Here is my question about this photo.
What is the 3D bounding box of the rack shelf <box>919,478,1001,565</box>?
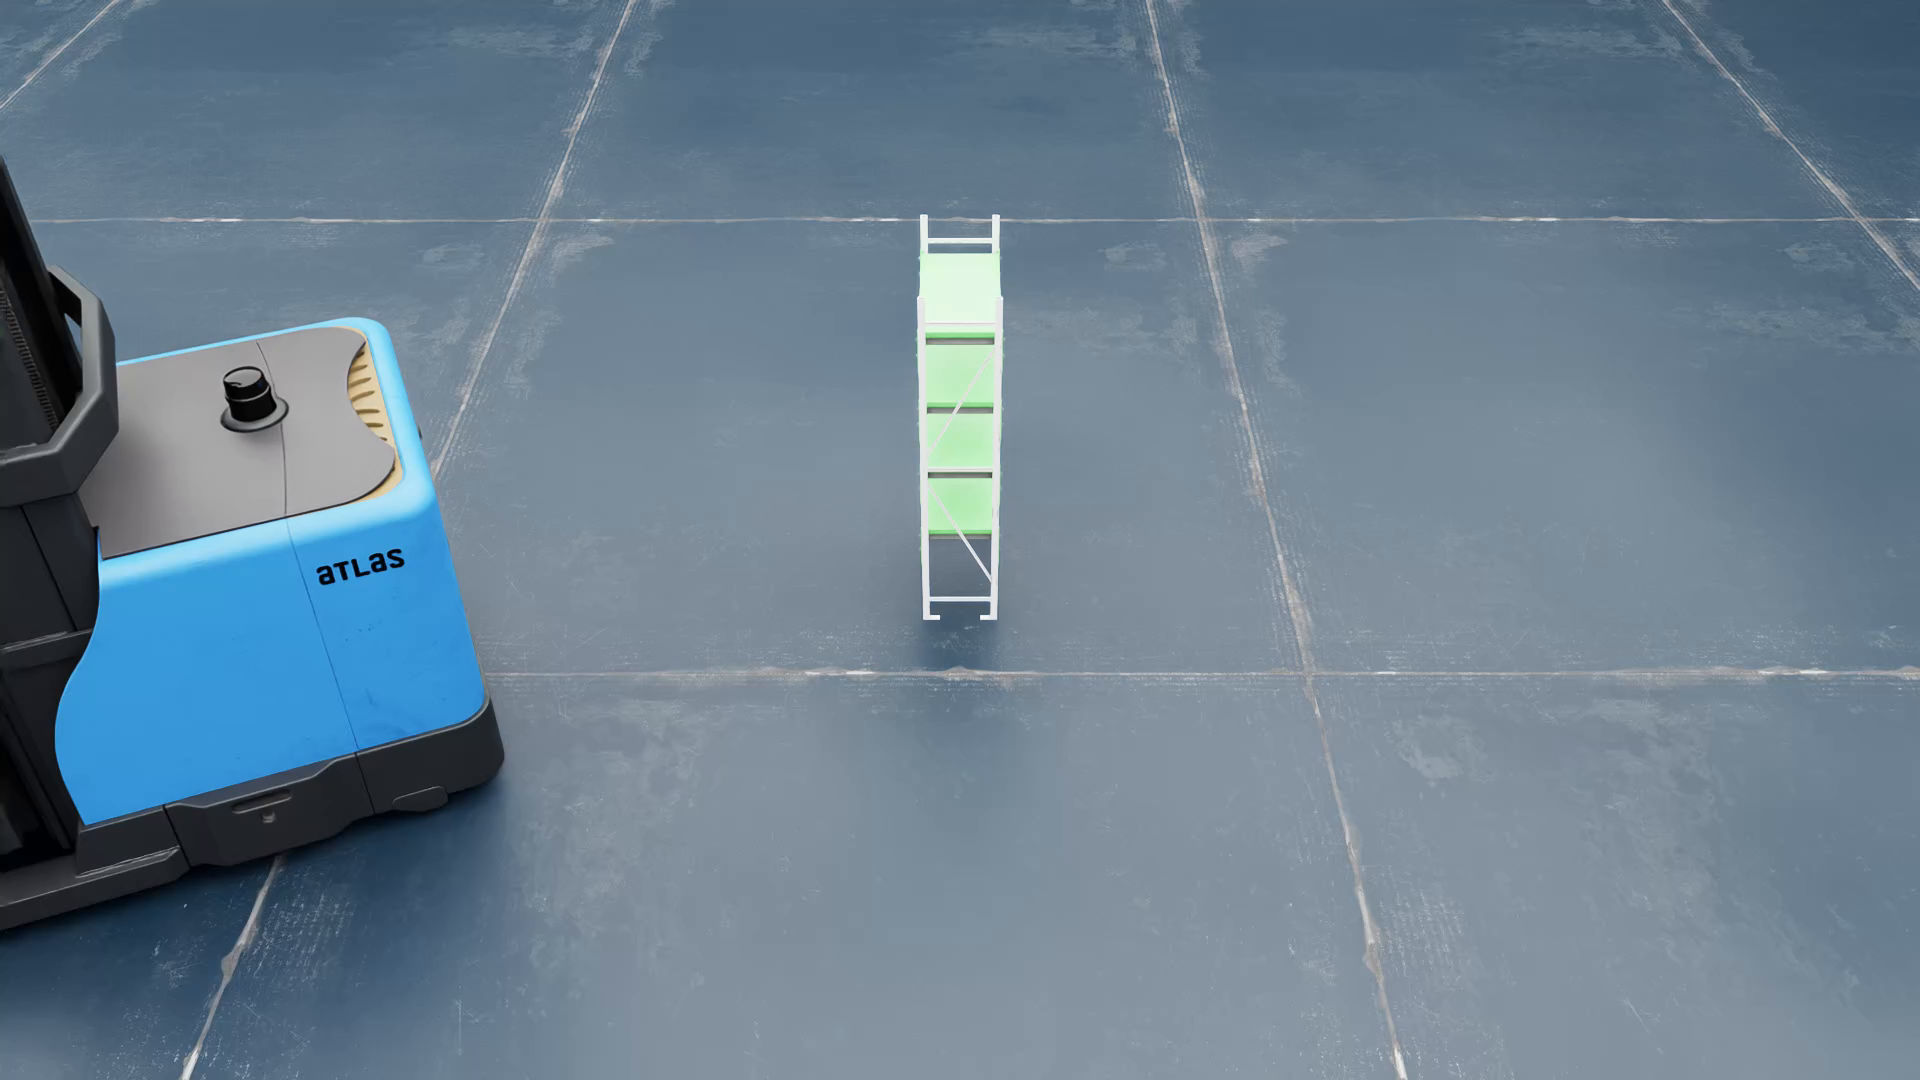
[{"bbox_3d":[0.000,-0.128,5.436,0.258,0.148,0.480,0,39,0],"label":"rack shelf"}]

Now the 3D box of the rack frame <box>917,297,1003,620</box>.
[{"bbox_3d":[0.000,-0.212,5.055,0.240,1.200,0.015,0,39,0],"label":"rack frame"}]

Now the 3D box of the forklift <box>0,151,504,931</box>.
[{"bbox_3d":[-2.892,-0.342,3.833,3.031,2.935,1.130,-15,41,-18],"label":"forklift"}]

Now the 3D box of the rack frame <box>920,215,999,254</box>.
[{"bbox_3d":[0.000,-0.517,5.436,0.240,1.200,0.015,0,39,0],"label":"rack frame"}]

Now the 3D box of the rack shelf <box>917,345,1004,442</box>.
[{"bbox_3d":[0.000,-0.502,5.135,0.258,0.148,0.480,0,39,0],"label":"rack shelf"}]

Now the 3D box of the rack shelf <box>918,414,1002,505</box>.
[{"bbox_3d":[0.000,-0.315,5.286,0.258,0.148,0.480,0,39,0],"label":"rack shelf"}]

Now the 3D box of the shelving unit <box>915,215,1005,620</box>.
[{"bbox_3d":[0.000,-0.365,5.246,0.258,1.200,0.503,0,39,0],"label":"shelving unit"}]

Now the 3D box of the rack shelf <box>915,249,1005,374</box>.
[{"bbox_3d":[0.000,-0.689,4.985,0.258,0.148,0.480,0,39,0],"label":"rack shelf"}]
